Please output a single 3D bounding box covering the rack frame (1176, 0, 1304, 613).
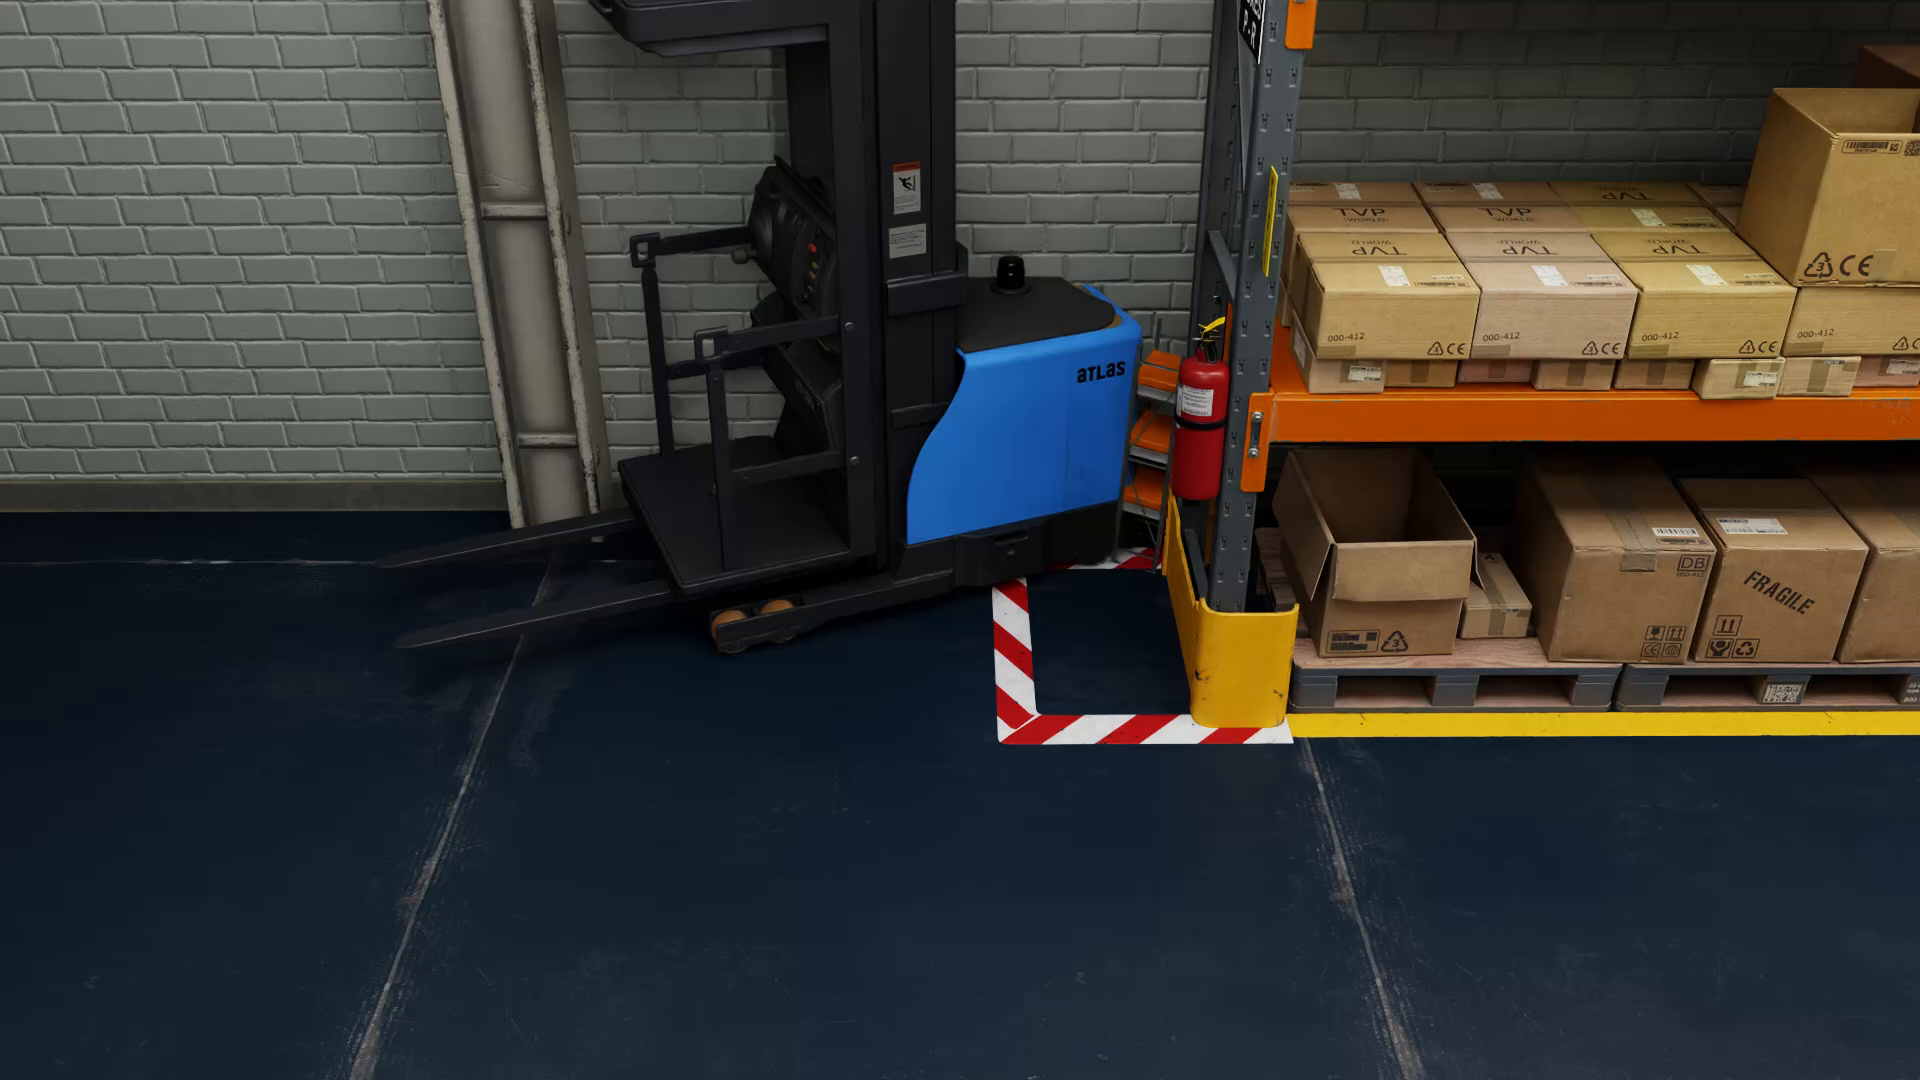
[{"bbox_3d":[0.953,-0.895,5.833,0.127,3.000,1.000,0,31,0],"label":"rack frame"}]

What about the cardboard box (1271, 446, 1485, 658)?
[{"bbox_3d":[1.566,0.040,6.294,0.637,0.503,0.797,-1,31,-2],"label":"cardboard box"}]

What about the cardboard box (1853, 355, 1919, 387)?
[{"bbox_3d":[3.093,-0.672,5.709,0.250,0.149,0.380,0,31,0],"label":"cardboard box"}]

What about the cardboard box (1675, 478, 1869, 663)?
[{"bbox_3d":[2.950,0.109,6.183,0.500,0.500,0.500,0,31,1],"label":"cardboard box"}]

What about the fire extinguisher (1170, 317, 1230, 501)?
[{"bbox_3d":[0.809,-0.462,5.554,0.183,0.674,0.296,0,31,0],"label":"fire extinguisher"}]

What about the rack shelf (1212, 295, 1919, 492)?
[{"bbox_3d":[2.953,-0.594,6.030,4.000,0.370,1.077,0,31,0],"label":"rack shelf"}]

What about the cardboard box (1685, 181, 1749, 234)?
[{"bbox_3d":[2.945,-1.099,6.027,0.500,0.250,0.500,0,31,0],"label":"cardboard box"}]

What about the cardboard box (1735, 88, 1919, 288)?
[{"bbox_3d":[2.909,-1.145,5.381,0.500,0.500,0.500,1,31,1],"label":"cardboard box"}]

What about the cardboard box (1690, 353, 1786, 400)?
[{"bbox_3d":[2.572,-0.625,5.630,0.250,0.149,0.380,-1,31,-2],"label":"cardboard box"}]

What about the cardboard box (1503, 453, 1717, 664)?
[{"bbox_3d":[2.421,0.059,6.266,0.500,0.500,0.700,1,31,2],"label":"cardboard box"}]

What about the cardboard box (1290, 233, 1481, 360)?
[{"bbox_3d":[1.409,-0.820,5.567,0.500,0.250,0.500,0,31,0],"label":"cardboard box"}]

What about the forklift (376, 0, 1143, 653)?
[{"bbox_3d":[-0.822,-1.121,6.272,3.031,2.935,1.130,-12,33,-19],"label":"forklift"}]

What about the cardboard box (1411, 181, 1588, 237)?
[{"bbox_3d":[1.927,-1.098,6.026,0.500,0.250,0.500,0,31,0],"label":"cardboard box"}]

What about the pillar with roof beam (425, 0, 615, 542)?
[{"bbox_3d":[-1.722,-1.686,1.353,0.400,9.000,9.100,0,31,0],"label":"pillar with roof beam"}]

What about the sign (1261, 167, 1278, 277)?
[{"bbox_3d":[0.957,-0.984,5.145,0.005,0.325,0.100,0,31,0],"label":"sign"}]

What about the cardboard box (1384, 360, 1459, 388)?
[{"bbox_3d":[1.538,-0.671,5.706,0.250,0.149,0.380,1,31,1],"label":"cardboard box"}]

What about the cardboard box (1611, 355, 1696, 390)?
[{"bbox_3d":[2.319,-0.663,5.693,0.250,0.149,0.380,0,31,0],"label":"cardboard box"}]

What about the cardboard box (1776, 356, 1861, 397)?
[{"bbox_3d":[2.835,-0.636,5.649,0.250,0.149,0.380,1,31,1],"label":"cardboard box"}]

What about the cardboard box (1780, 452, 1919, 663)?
[{"bbox_3d":[3.459,0.056,6.271,0.500,0.500,0.700,-1,31,-2],"label":"cardboard box"}]

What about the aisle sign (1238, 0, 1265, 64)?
[{"bbox_3d":[0.887,-1.854,4.908,0.004,0.787,0.394,0,31,0],"label":"aisle sign"}]

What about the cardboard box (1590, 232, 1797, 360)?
[{"bbox_3d":[2.420,-0.825,5.575,0.500,0.250,0.500,-1,31,-1],"label":"cardboard box"}]

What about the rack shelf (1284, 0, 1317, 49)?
[{"bbox_3d":[2.953,-1.876,5.252,4.000,0.370,1.077,0,31,0],"label":"rack shelf"}]

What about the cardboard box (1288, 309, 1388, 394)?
[{"bbox_3d":[1.284,-0.646,5.666,0.250,0.149,0.380,0,31,-1],"label":"cardboard box"}]

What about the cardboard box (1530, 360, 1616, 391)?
[{"bbox_3d":[2.054,-0.659,5.686,0.250,0.149,0.380,1,31,1],"label":"cardboard box"}]

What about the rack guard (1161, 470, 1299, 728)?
[{"bbox_3d":[1.029,0.173,6.482,0.348,0.500,1.175,0,31,0],"label":"rack guard"}]

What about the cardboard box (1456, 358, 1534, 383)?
[{"bbox_3d":[1.800,-0.690,5.738,0.250,0.149,0.380,-1,31,-1],"label":"cardboard box"}]

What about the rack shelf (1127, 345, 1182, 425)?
[{"bbox_3d":[0.820,-0.593,6.670,0.215,0.259,0.240,17,38,18],"label":"rack shelf"}]

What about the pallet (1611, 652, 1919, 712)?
[{"bbox_3d":[3.044,0.292,6.566,1.213,0.211,1.003,0,31,0],"label":"pallet"}]

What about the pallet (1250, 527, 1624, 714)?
[{"bbox_3d":[1.827,0.294,6.562,1.213,0.211,1.003,0,31,0],"label":"pallet"}]

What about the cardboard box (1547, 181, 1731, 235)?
[{"bbox_3d":[2.423,-1.097,6.024,0.500,0.250,0.500,1,31,1],"label":"cardboard box"}]

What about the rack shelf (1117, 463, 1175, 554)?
[{"bbox_3d":[0.796,-0.138,6.999,0.215,0.259,0.240,17,38,18],"label":"rack shelf"}]

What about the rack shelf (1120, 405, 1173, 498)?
[{"bbox_3d":[0.808,-0.363,6.836,0.215,0.259,0.240,17,38,18],"label":"rack shelf"}]

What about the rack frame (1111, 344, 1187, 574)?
[{"bbox_3d":[0.758,-0.308,6.739,0.200,1.050,0.008,17,38,18],"label":"rack frame"}]

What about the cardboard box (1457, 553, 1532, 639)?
[{"bbox_3d":[1.991,0.210,6.355,0.250,0.149,0.380,-1,31,-2],"label":"cardboard box"}]

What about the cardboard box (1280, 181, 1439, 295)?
[{"bbox_3d":[1.412,-1.097,6.024,0.500,0.250,0.500,1,31,1],"label":"cardboard box"}]

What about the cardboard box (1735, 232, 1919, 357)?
[{"bbox_3d":[2.931,-0.837,5.596,0.500,0.250,0.500,-1,31,-2],"label":"cardboard box"}]

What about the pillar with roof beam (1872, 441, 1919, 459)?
[{"bbox_3d":[4.278,-1.705,1.384,0.400,9.000,9.100,0,31,0],"label":"pillar with roof beam"}]

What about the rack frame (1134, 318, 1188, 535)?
[{"bbox_3d":[0.859,-0.435,6.921,0.200,1.050,0.008,17,38,18],"label":"rack frame"}]

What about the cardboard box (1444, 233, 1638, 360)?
[{"bbox_3d":[1.913,-0.821,5.570,0.500,0.250,0.500,0,31,0],"label":"cardboard box"}]

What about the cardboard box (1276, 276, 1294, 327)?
[{"bbox_3d":[1.283,-0.928,6.130,0.250,0.149,0.380,-1,31,-1],"label":"cardboard box"}]

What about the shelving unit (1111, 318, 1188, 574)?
[{"bbox_3d":[0.809,-0.371,6.830,0.215,1.050,0.252,17,38,18],"label":"shelving unit"}]

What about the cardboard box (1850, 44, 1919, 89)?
[{"bbox_3d":[3.463,-1.424,5.841,0.500,0.500,0.500,-1,31,-2],"label":"cardboard box"}]
